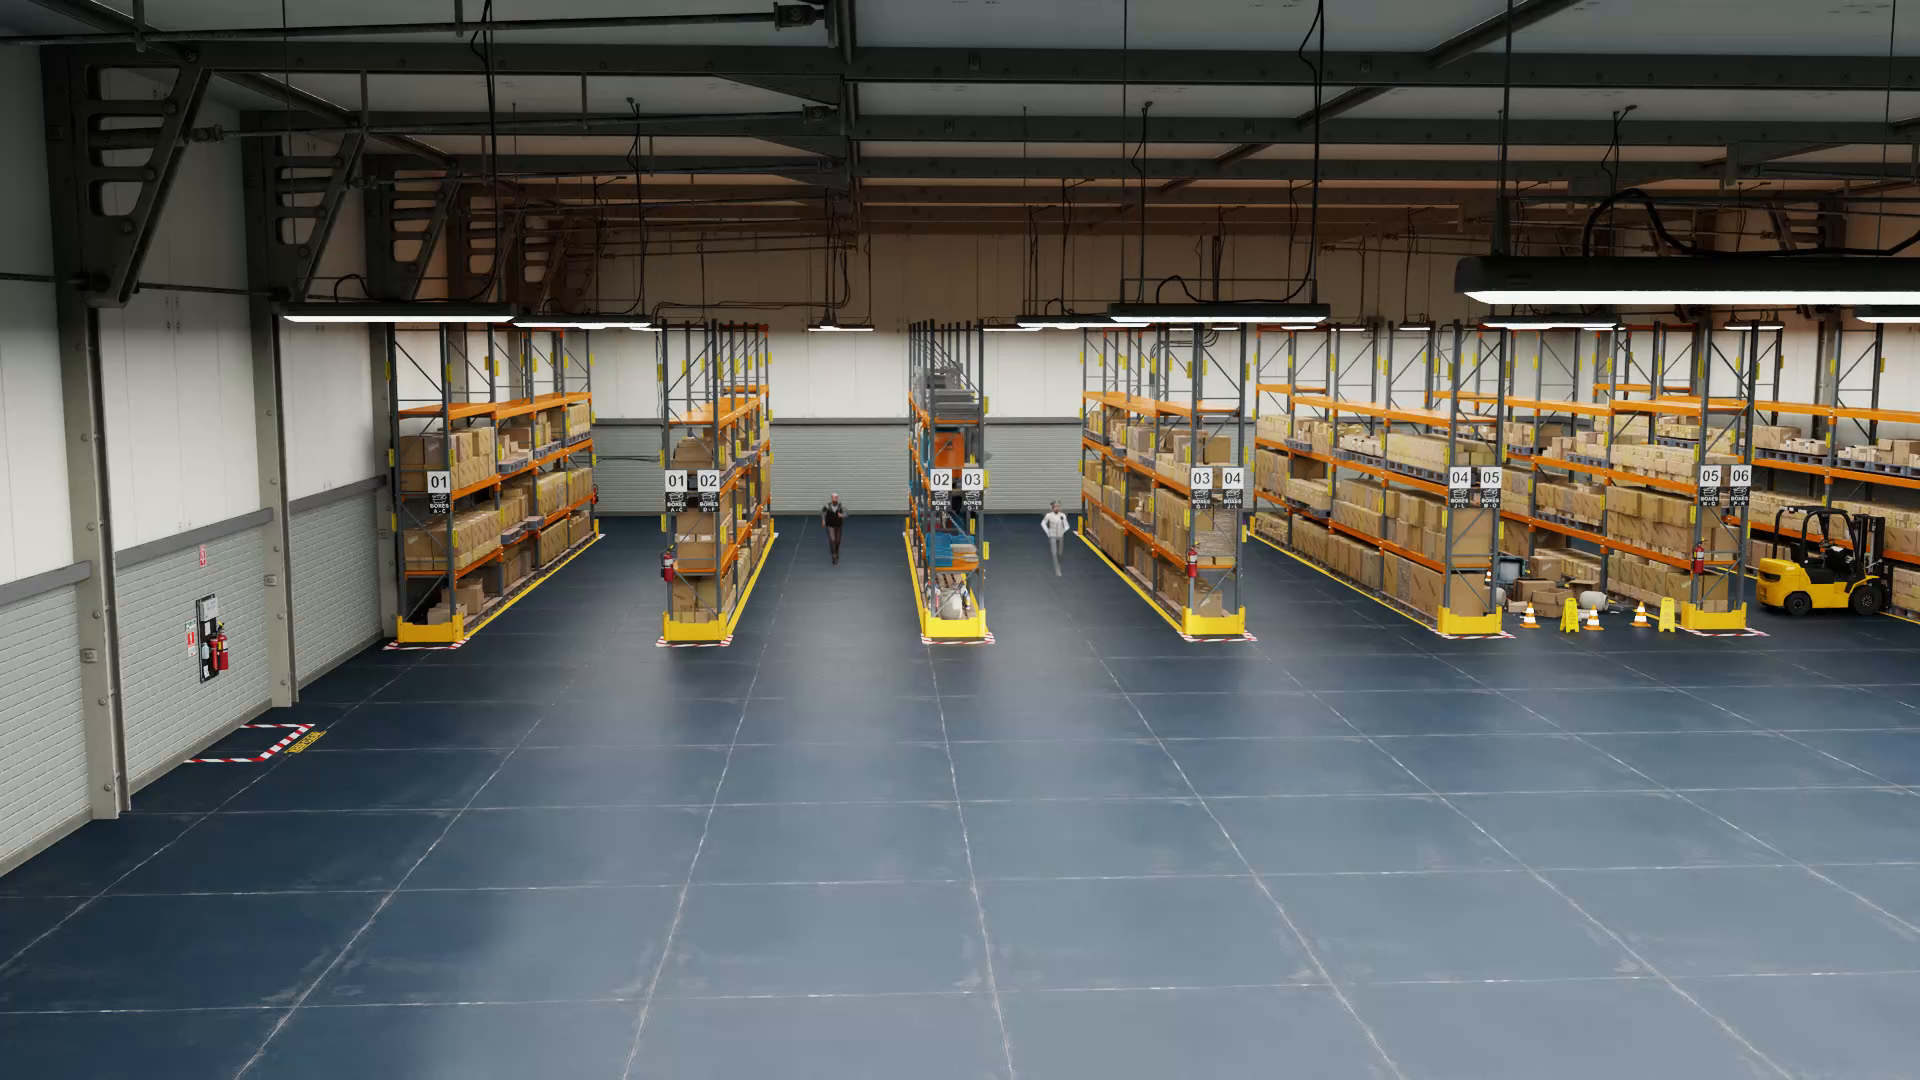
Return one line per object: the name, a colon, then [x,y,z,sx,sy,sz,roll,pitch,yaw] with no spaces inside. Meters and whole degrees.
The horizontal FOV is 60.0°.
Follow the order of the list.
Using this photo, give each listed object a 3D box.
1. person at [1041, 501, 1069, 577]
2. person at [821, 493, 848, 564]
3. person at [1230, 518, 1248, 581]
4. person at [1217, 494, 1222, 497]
person: [2.173,-0.050,37.635,0.627,1.704,0.687,-1,7,-7]
person: [-3.146,-0.318,41.777,0.645,1.728,0.953,-2,7,-13]
person: [6.403,0.036,39.041,0.708,1.762,0.857,0,7,-3]
person: [7.250,-0.831,46.525,0.590,1.686,0.879,1,7,6]
